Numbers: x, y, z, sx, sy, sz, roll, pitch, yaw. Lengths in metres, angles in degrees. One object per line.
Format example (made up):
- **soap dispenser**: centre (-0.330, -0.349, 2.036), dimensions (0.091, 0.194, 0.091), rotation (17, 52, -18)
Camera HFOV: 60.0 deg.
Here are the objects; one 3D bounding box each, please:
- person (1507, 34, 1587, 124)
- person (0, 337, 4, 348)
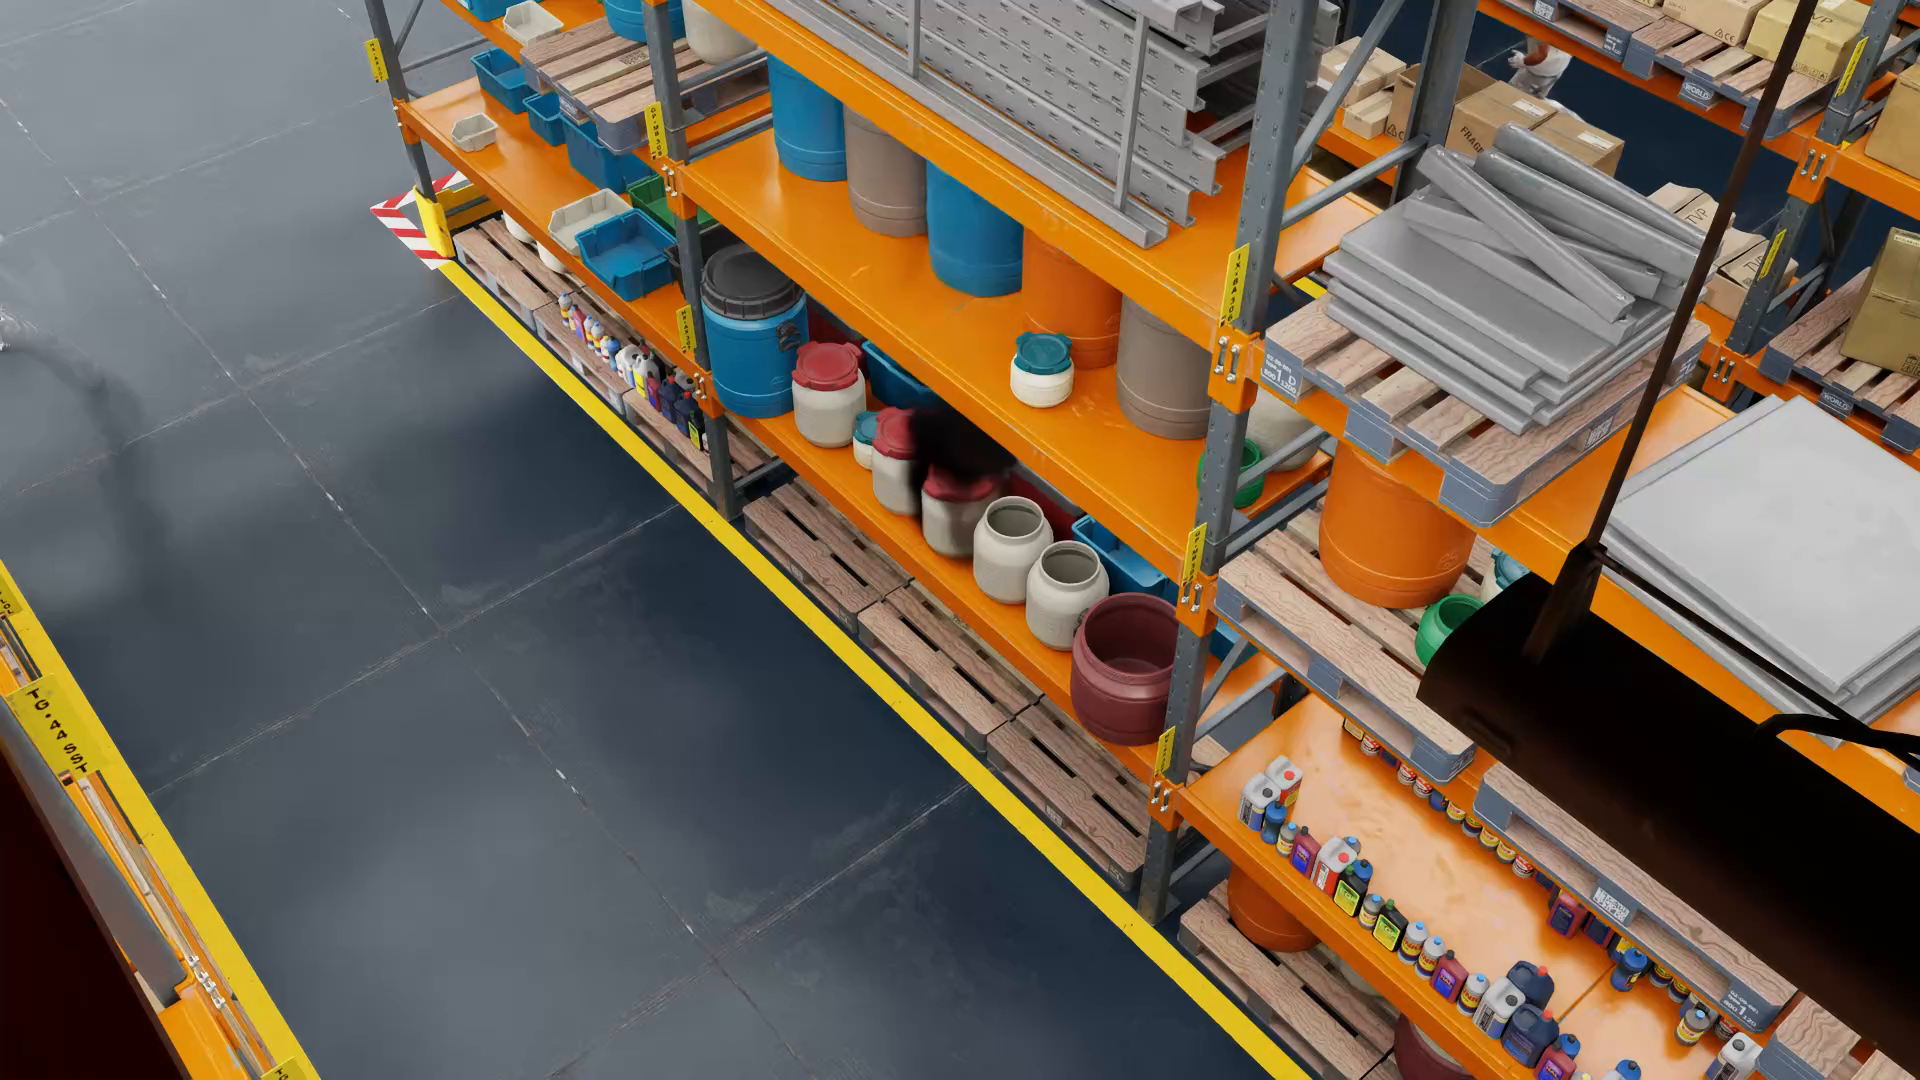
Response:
- **person**: centre (4.760, -3.785, 13.407), dimensions (0.850, 1.759, 0.673), rotation (31, 54, 26)
- **person**: centre (-7.354, -1.879, 11.694), dimensions (0.590, 1.564, 0.582), rotation (9, 47, 9)
